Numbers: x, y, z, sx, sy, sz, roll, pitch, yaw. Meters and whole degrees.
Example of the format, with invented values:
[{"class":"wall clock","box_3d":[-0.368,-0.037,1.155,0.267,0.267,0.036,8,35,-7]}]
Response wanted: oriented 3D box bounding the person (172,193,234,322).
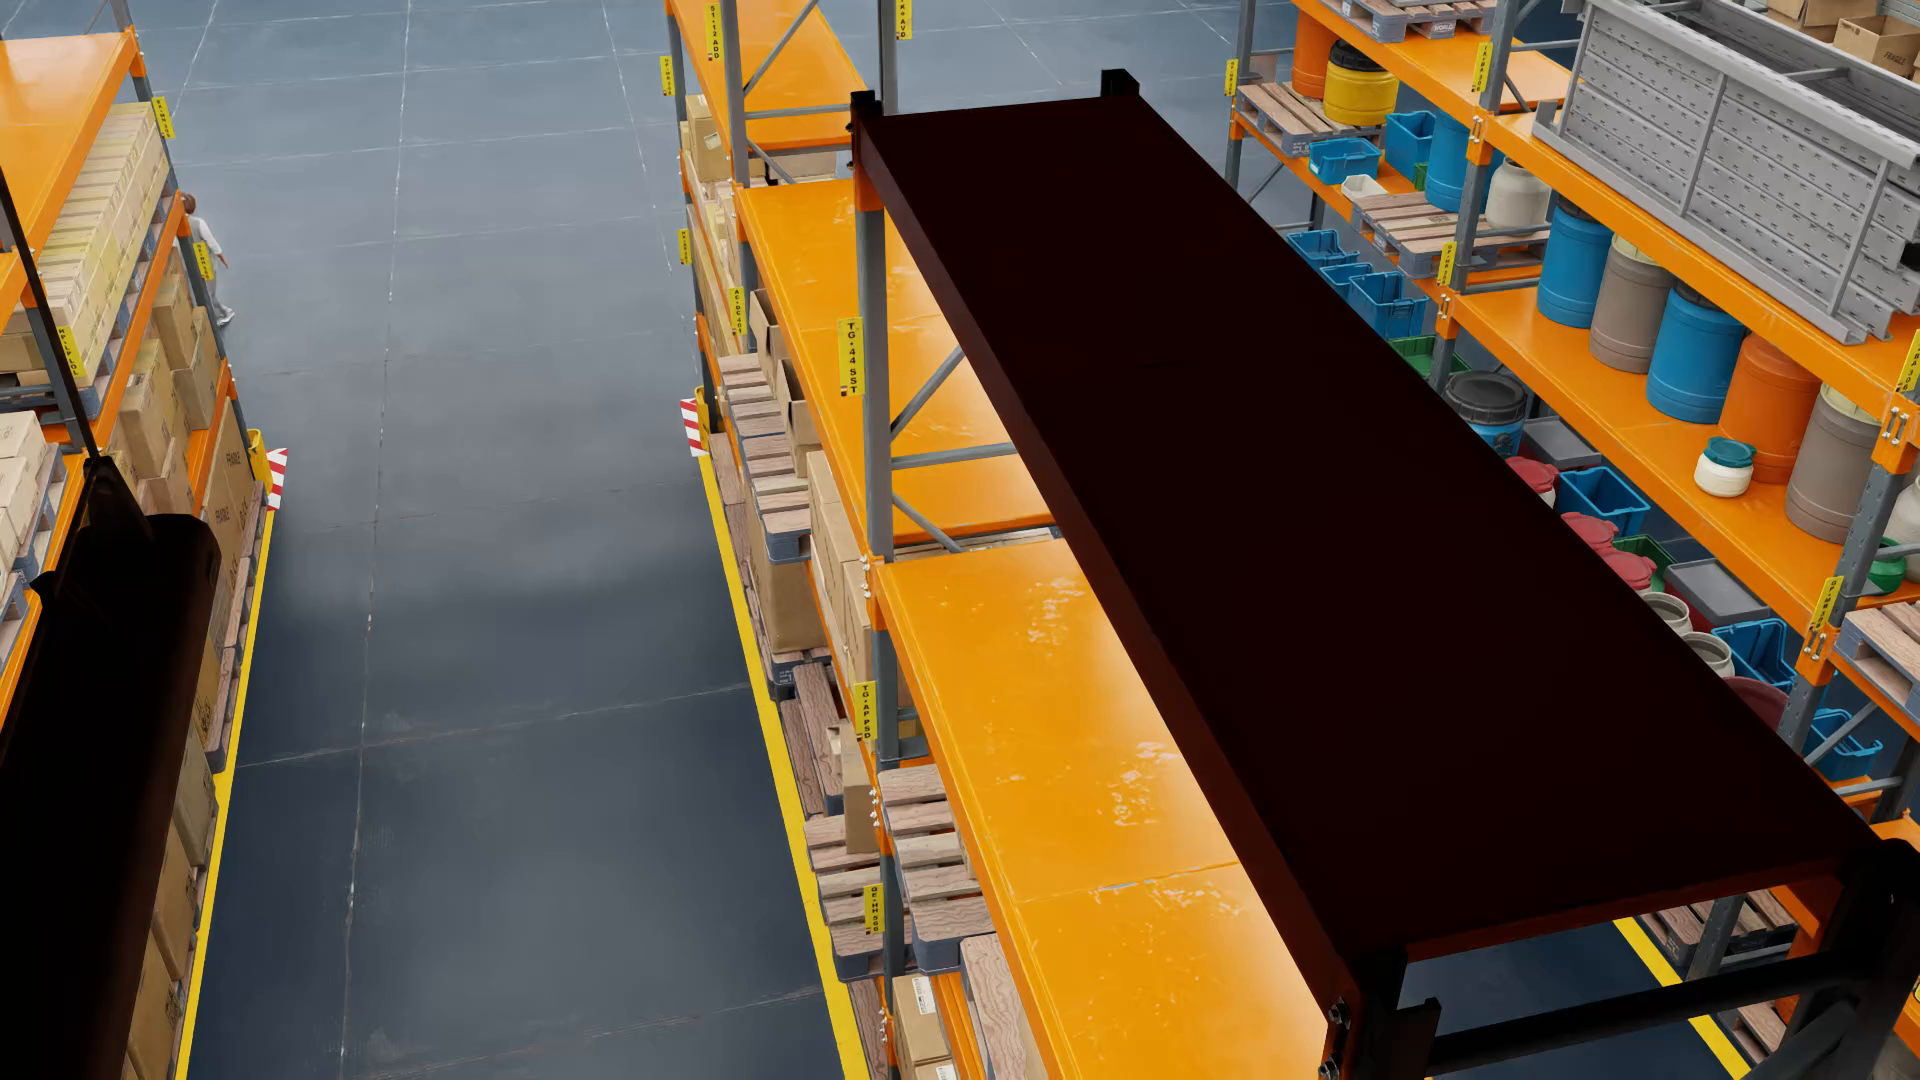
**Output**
[{"class":"person","box_3d":[-7.591,-2.770,16.717,0.448,1.563,0.855,8,35,12]}]
